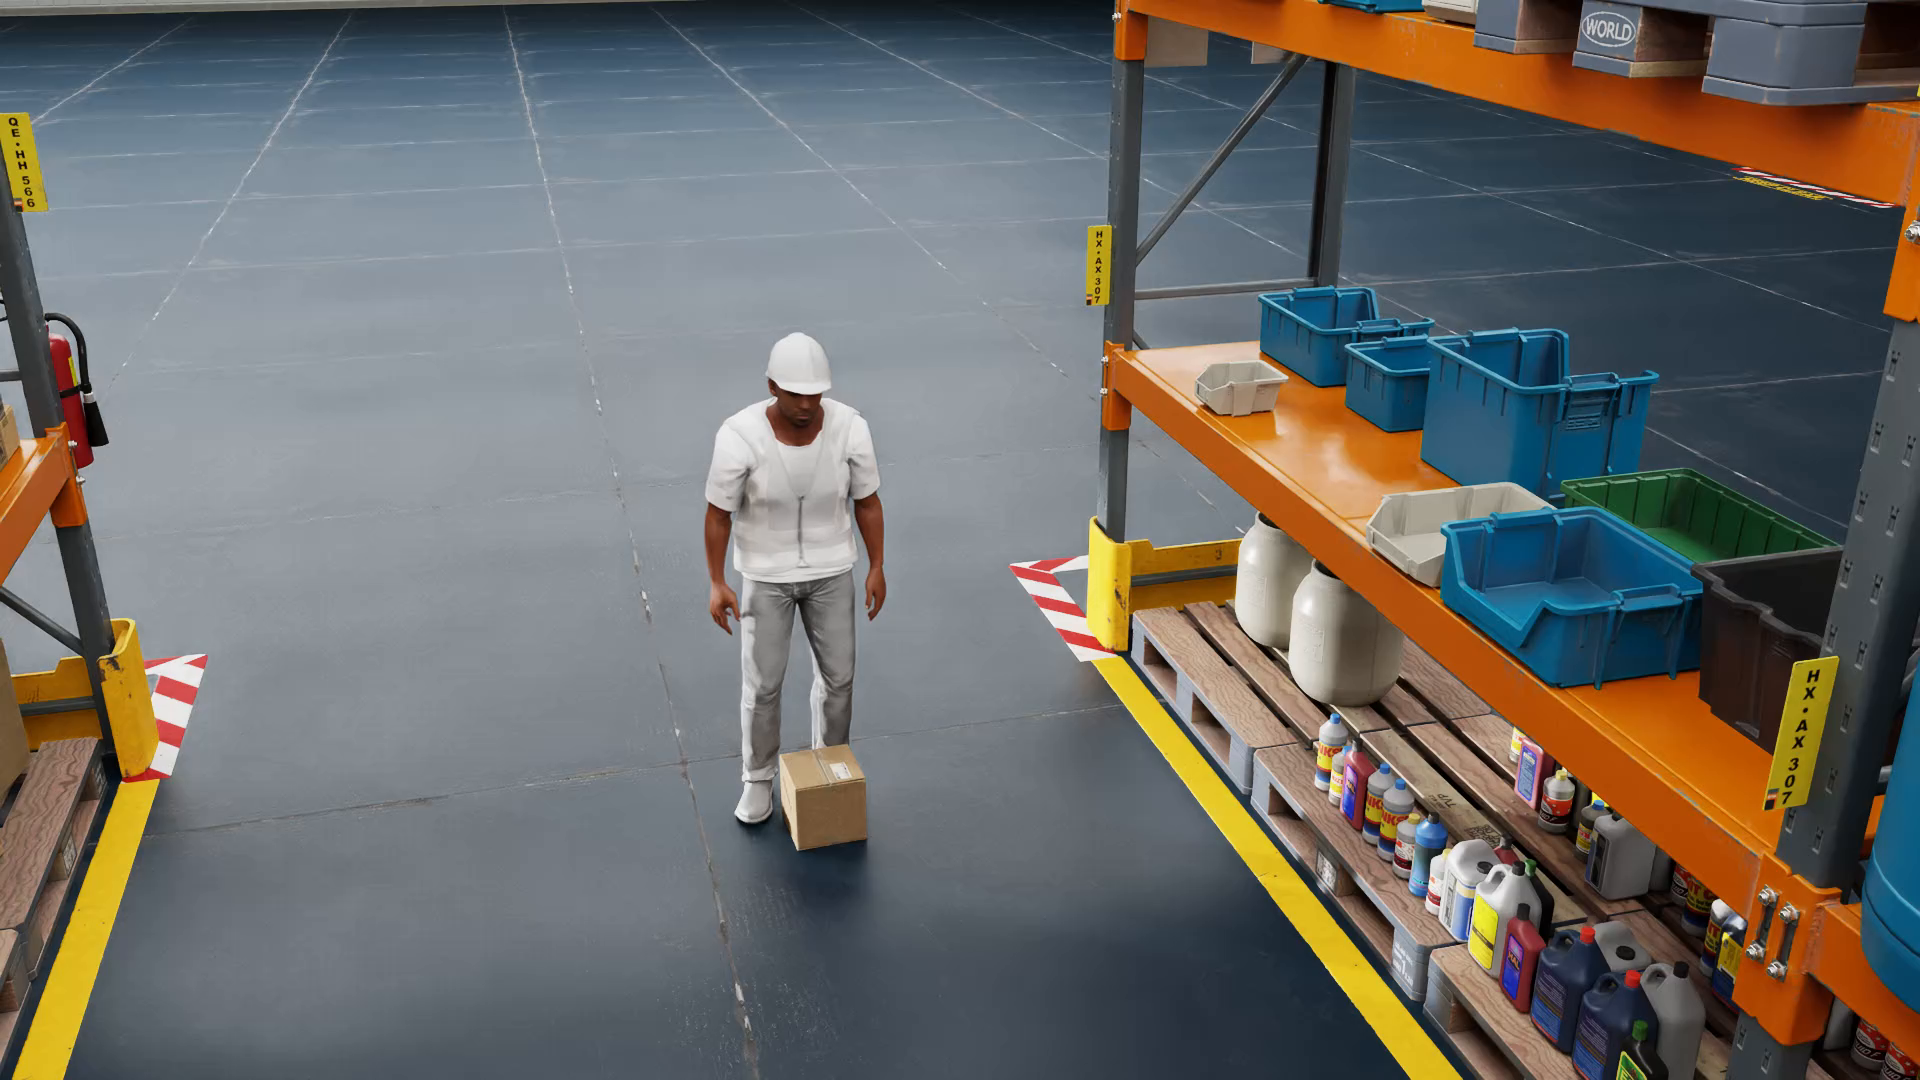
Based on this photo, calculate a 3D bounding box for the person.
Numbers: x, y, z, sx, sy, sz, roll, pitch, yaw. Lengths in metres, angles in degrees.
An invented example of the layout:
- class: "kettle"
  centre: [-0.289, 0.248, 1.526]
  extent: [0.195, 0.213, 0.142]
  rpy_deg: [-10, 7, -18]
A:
- class: "person"
  centre: [-0.562, 0.127, 5.768]
  extent: [0.628, 1.761, 0.457]
  rpy_deg: [-6, 24, -14]
